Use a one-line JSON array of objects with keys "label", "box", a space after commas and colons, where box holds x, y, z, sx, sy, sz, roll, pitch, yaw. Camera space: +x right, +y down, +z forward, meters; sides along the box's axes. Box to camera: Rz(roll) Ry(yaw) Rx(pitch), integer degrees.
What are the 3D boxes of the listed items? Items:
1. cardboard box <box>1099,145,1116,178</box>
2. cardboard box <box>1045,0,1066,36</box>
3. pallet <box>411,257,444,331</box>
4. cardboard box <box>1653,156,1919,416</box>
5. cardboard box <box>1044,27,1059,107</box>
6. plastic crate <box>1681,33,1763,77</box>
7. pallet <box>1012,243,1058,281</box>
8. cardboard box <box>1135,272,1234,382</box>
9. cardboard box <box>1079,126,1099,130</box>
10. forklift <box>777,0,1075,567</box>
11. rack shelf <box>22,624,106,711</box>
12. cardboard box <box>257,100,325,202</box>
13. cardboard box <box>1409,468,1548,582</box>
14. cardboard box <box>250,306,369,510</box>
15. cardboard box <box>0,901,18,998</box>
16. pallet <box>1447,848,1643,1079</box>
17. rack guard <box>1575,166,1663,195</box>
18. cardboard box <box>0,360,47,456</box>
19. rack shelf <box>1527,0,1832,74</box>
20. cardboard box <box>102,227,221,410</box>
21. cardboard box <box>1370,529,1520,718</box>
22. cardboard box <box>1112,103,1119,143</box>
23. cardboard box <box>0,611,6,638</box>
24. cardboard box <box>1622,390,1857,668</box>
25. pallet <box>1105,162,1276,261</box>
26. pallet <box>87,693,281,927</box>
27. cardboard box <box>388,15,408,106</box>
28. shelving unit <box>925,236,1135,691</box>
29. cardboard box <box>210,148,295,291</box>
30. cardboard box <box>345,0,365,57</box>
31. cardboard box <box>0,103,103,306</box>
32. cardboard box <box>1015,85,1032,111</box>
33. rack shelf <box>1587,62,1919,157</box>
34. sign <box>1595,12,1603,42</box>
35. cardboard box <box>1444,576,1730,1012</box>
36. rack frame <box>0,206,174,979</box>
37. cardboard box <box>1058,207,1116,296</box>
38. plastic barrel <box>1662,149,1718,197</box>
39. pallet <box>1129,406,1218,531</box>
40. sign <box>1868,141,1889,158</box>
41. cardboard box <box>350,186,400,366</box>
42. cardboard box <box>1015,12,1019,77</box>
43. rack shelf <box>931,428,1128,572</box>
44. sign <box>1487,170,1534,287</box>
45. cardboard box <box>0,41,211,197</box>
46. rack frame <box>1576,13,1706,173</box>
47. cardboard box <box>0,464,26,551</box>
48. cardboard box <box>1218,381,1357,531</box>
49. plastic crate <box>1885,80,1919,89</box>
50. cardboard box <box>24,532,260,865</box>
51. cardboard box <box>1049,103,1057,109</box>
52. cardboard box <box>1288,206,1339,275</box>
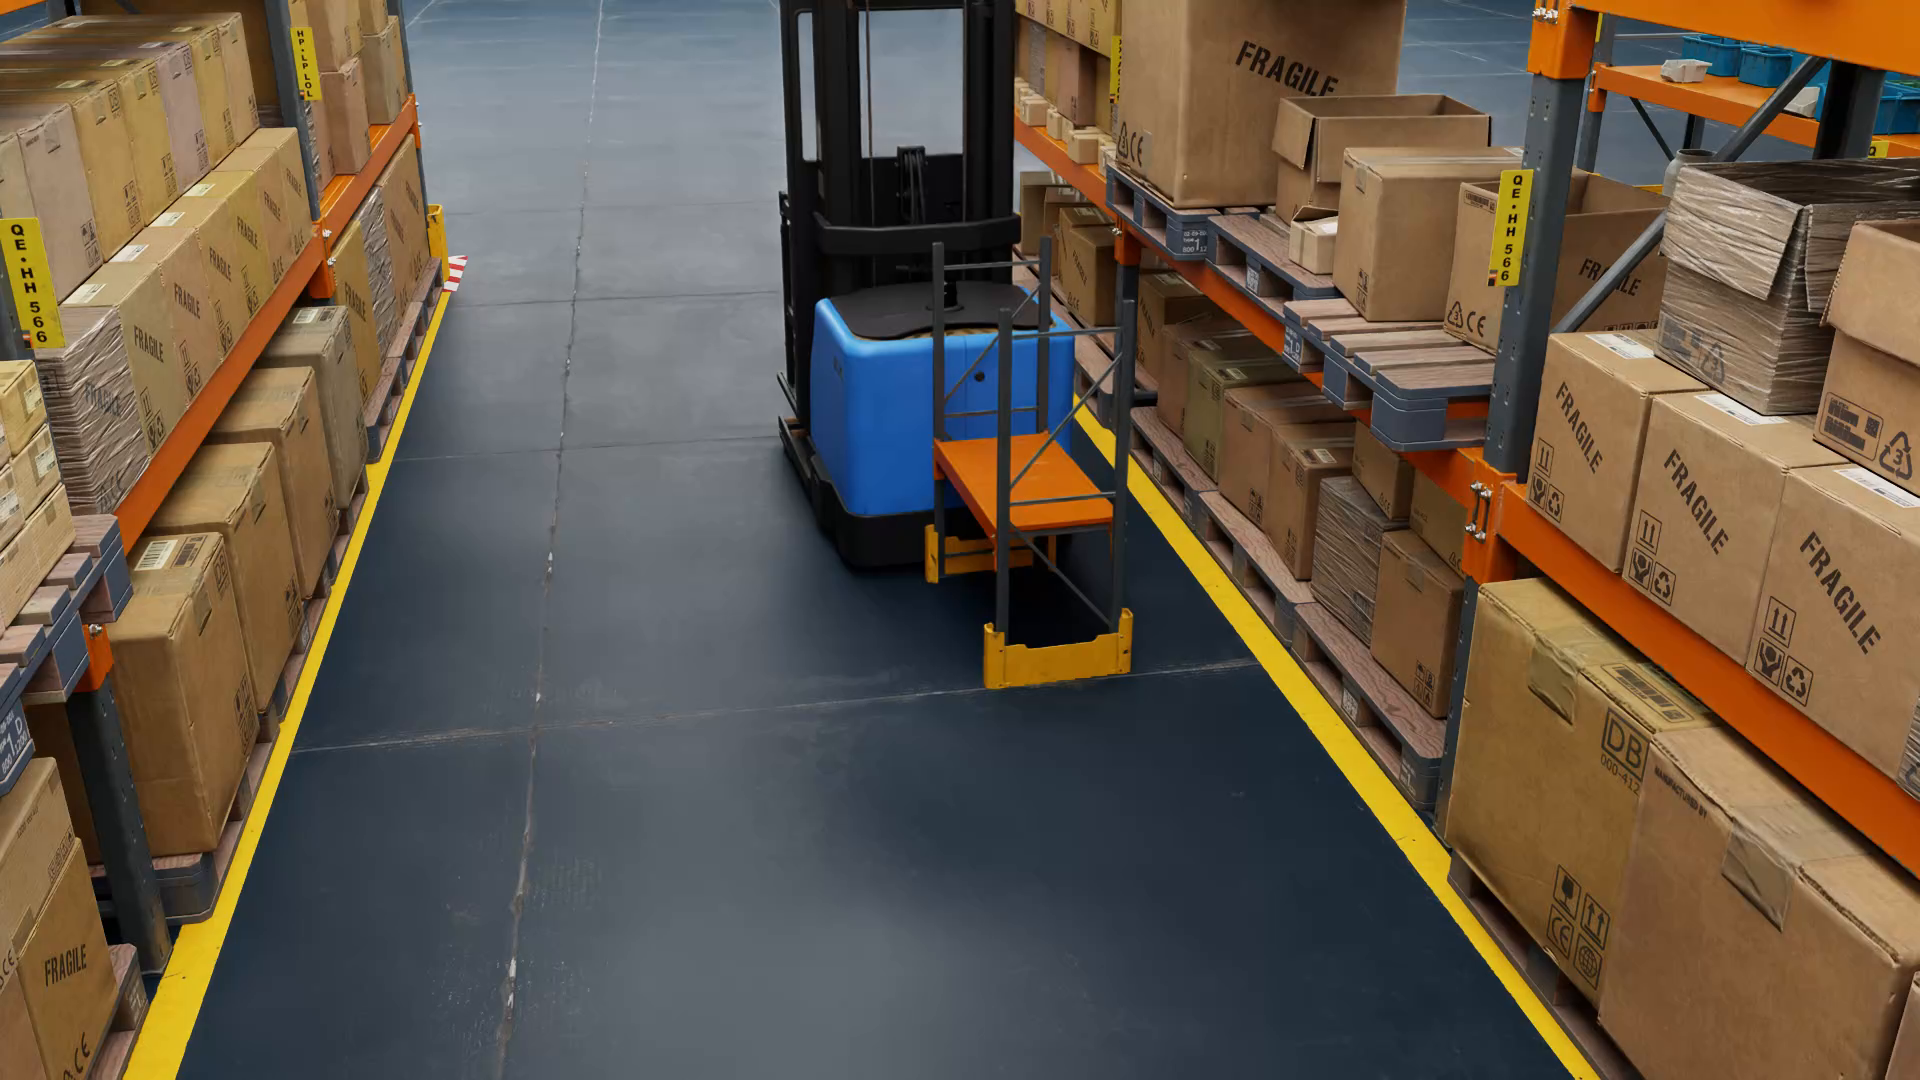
[{"label": "cardboard box", "box": [0.966, -2.039, 8.984, 0.380, 0.149, 0.250, -4, 24, -10]}, {"label": "cardboard box", "box": [0.792, -3.182, 9.543, 0.500, 0.500, 0.500, -4, 24, -10]}, {"label": "pallet", "box": [-4.077, -1.652, 11.268, 1.003, 0.211, 1.213, -4, 24, -10]}, {"label": "cardboard box", "box": [2.190, -0.636, 4.079, 0.797, 0.503, 0.637, -3, 24, -8]}, {"label": "cardboard box", "box": [1.008, -2.944, 10.247, 0.875, 0.500, 0.500, -4, 24, -10]}, {"label": "plastic crate", "box": [5.846, -3.689, 12.635, 0.499, 0.251, 0.616, -4, 24, -10]}, {"label": "pallet", "box": [0.721, -1.936, 11.918, 1.003, 0.211, 1.213, -4, 24, -10]}, {"label": "cardboard box", "box": [1.297, -1.199, 9.347, 0.500, 0.500, 0.500, -5, 24, -11]}, {"label": "cardboard box", "box": [0.906, -2.340, 9.674, 0.380, 0.149, 0.250, -4, 24, -10]}, {"label": "forklift", "box": [-0.342, -1.789, 8.184, 1.130, 2.935, 3.031, -6, 24, -13]}, {"label": "rack shelf", "box": [-2.452, 1.025, 2.554, 1.077, 0.370, 4.000, -4, 24, -10]}, {"label": "cardboard box", "box": [-3.642, -1.878, 8.114, 0.875, 0.550, 0.550, -4, 24, -10]}, {"label": "cardboard box", "box": [1.918, -0.080, 5.822, 0.500, 0.250, 0.500, -3, 24, -8]}, {"label": "cardboard box", "box": [-3.359, -0.589, 7.637, 1.050, 0.750, 0.750, -4, 24, -10]}, {"label": "cardboard box", "box": [-2.334, 0.965, 3.453, 0.500, 0.250, 0.500, -4, 24, -9]}, {"label": "pallet", "box": [2.143, 1.175, 4.796, 1.003, 0.211, 1.213, -4, 24, -10]}, {"label": "rack guard", "box": [5.520, -2.760, 13.445, 1.175, 0.500, 0.348, -4, 24, -10]}, {"label": "cardboard box", "box": [-2.281, -0.283, 3.695, 0.380, 0.149, 0.250, -5, 24, -12]}, {"label": "rack shelf", "box": [1.701, -2.250, 6.306, 1.077, 0.370, 4.000, -4, 24, -10]}, {"label": "cardboard box", "box": [-2.829, -0.732, 5.553, 0.500, 0.500, 0.500, -4, 24, -10]}, {"label": "cardboard box", "box": [1.927, 0.263, 5.973, 0.700, 0.500, 0.500, -6, 24, -13]}, {"label": "cardboard box", "box": [1.309, -2.356, 8.900, 0.875, 0.500, 0.500, -4, 24, -10]}, {"label": "cardboard box", "box": [-2.187, 0.190, 3.356, 0.380, 0.149, 0.250, -4, 24, -9]}, {"label": "cardboard box", "box": [1.991, -0.051, 3.993, 0.500, 0.500, 0.500, -5, 24, -11]}, {"label": "pallet", "box": [1.330, -1.593, 7.889, 1.003, 0.211, 1.213, -4, 24, -10]}, {"label": "pallet", "box": [-2.894, 0.871, 5.493, 1.003, 0.211, 1.213, -4, 24, -10]}, {"label": "cardboard box", "box": [-4.188, -3.164, 11.060, 0.875, 0.550, 0.550, -4, 24, -10]}, {"label": "shelving unit", "box": [0.260, -0.342, 6.660, 0.587, 1.500, 1.083, -6, 24, -13]}, {"label": "cardboard box", "box": [-3.109, -1.326, 6.914, 0.500, 0.500, 0.500, -5, 24, -10]}, {"label": "cardboard box", "box": [-3.883, -3.014, 9.367, 0.875, 0.550, 0.500, -4, 24, -10]}, {"label": "cardboard box", "box": [-2.990, -0.972, 4.853, 0.700, 0.500, 0.500, -5, 24, -11]}, {"label": "cardboard box", "box": [0.575, -2.926, 11.015, 0.380, 0.149, 0.250, -4, 24, -10]}, {"label": "rack shelf", "box": [5.829, -2.816, 11.348, 1.077, 0.370, 4.000, -4, 24, -10]}, {"label": "sign", "box": [4.918, -4.020, 12.861, 0.100, 0.325, 0.005, -4, 24, -10]}, {"label": "cardboard box", "box": [2.178, 0.635, 4.677, 1.225, 0.875, 0.875, -5, 24, -12]}, {"label": "rack frame", "box": [-2.822, -0.091, 4.212, 1.000, 3.000, 0.127, -4, 24, -10]}, {"label": "cardboard box", "box": [0.932, -1.885, 10.917, 0.500, 0.500, 0.500, -2, 24, -5]}, {"label": "plastic barrel", "box": [5.656, -2.731, 12.839, 0.421, 0.512, 0.421, 0, 24, 0]}, {"label": "pallet", "box": [1.477, -0.408, 8.421, 1.003, 0.211, 1.213, -4, 24, -10]}, {"label": "sign", "box": [2.616, -0.992, 4.826, 0.100, 0.325, 0.005, -4, 24, -10]}, {"label": "cardboard box", "box": [-3.780, -1.490, 9.545, 0.875, 0.875, 0.875, -4, 24, -9]}, {"label": "cardboard box", "box": [0.666, -3.529, 11.586, 0.875, 0.500, 0.500, -4, 24, -10]}, {"label": "rack shelf", "box": [0.257, -0.181, 6.740, 0.538, 0.185, 1.000, -6, 24, -13]}, {"label": "sign", "box": [1.539, -0.869, 4.645, 0.100, 0.325, 0.005, -4, 24, -10]}, {"label": "cardboard box", "box": [-3.274, -1.573, 6.230, 0.700, 0.500, 0.500, -4, 24, -9]}, {"label": "rack frame", "box": [5.459, -3.932, 13.005, 1.000, 3.000, 0.127, -4, 24, -10]}, {"label": "cardboard box", "box": [-2.232, -0.040, 3.511, 0.380, 0.149, 0.250, -3, 24, -8]}, {"label": "cardboard box", "box": [1.597, -0.396, 7.483, 0.700, 0.500, 0.500, -6, 24, -14]}, {"label": "plastic crate", "box": [6.225, -2.816, 10.716, 0.450, 0.188, 0.662, -4, 24, -10]}, {"label": "cardboard box", "box": [-2.846, 0.501, 5.142, 1.050, 0.750, 0.750, -5, 24, -10]}, {"label": "cardboard box", "box": [0.769, -2.635, 10.349, 0.380, 0.149, 0.250, -4, 24, -10]}, {"label": "cardboard box", "box": [1.497, -1.186, 6.360, 0.396, 0.266, 0.258, -5, 24, -11]}]
